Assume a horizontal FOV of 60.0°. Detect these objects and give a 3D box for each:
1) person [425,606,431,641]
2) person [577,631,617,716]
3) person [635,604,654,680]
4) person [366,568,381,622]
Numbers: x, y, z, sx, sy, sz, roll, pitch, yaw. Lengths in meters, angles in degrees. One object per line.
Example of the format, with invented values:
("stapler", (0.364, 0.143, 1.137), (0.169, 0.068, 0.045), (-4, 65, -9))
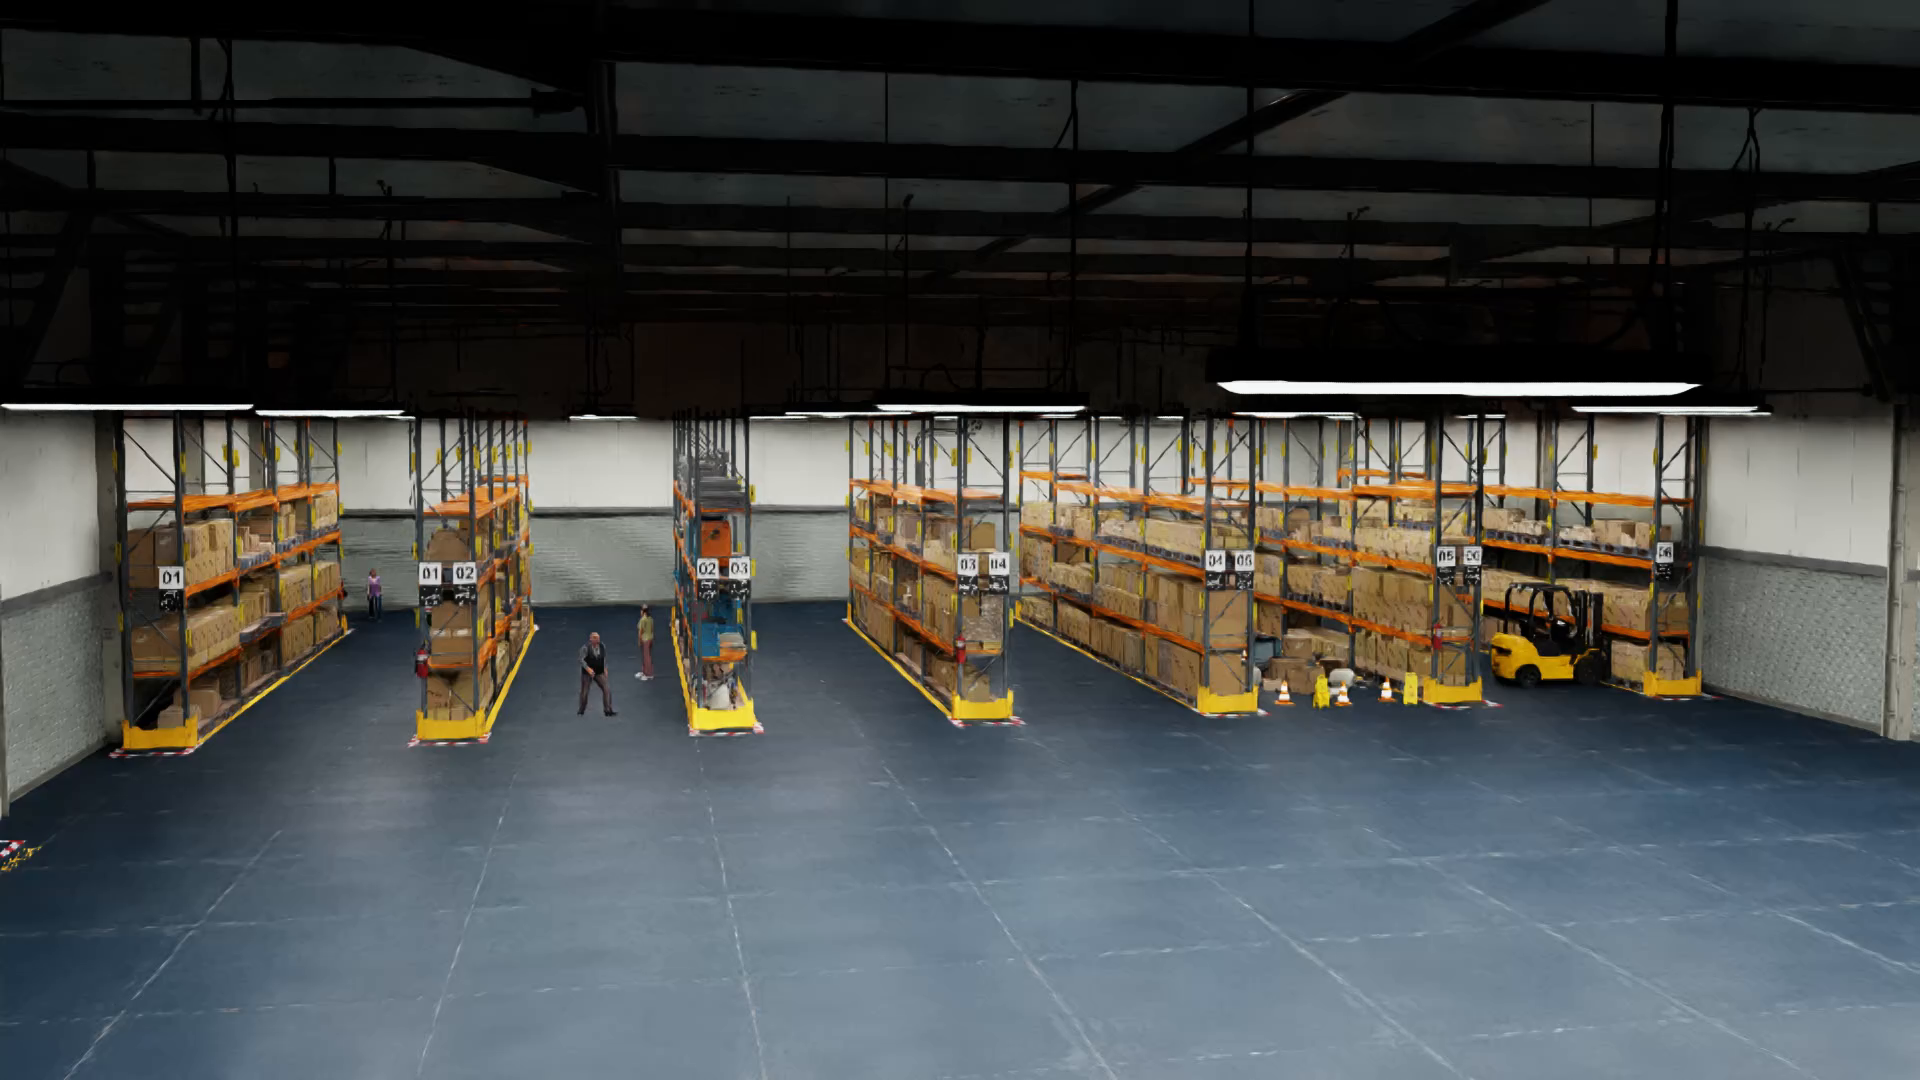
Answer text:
("person", (-13.540, 1.820, 42.690), (0.553, 1.709, 1.123), (-1, 4, -9))
("person", (-7.123, 2.588, 32.320), (0.667, 1.660, 0.810), (-2, 5, -30))
("person", (-7.018, 2.244, 36.964), (0.569, 1.668, 0.559), (1, 4, 18))
("person", (-16.796, 1.557, 47.637), (0.411, 1.534, 0.956), (-1, 4, -20))
